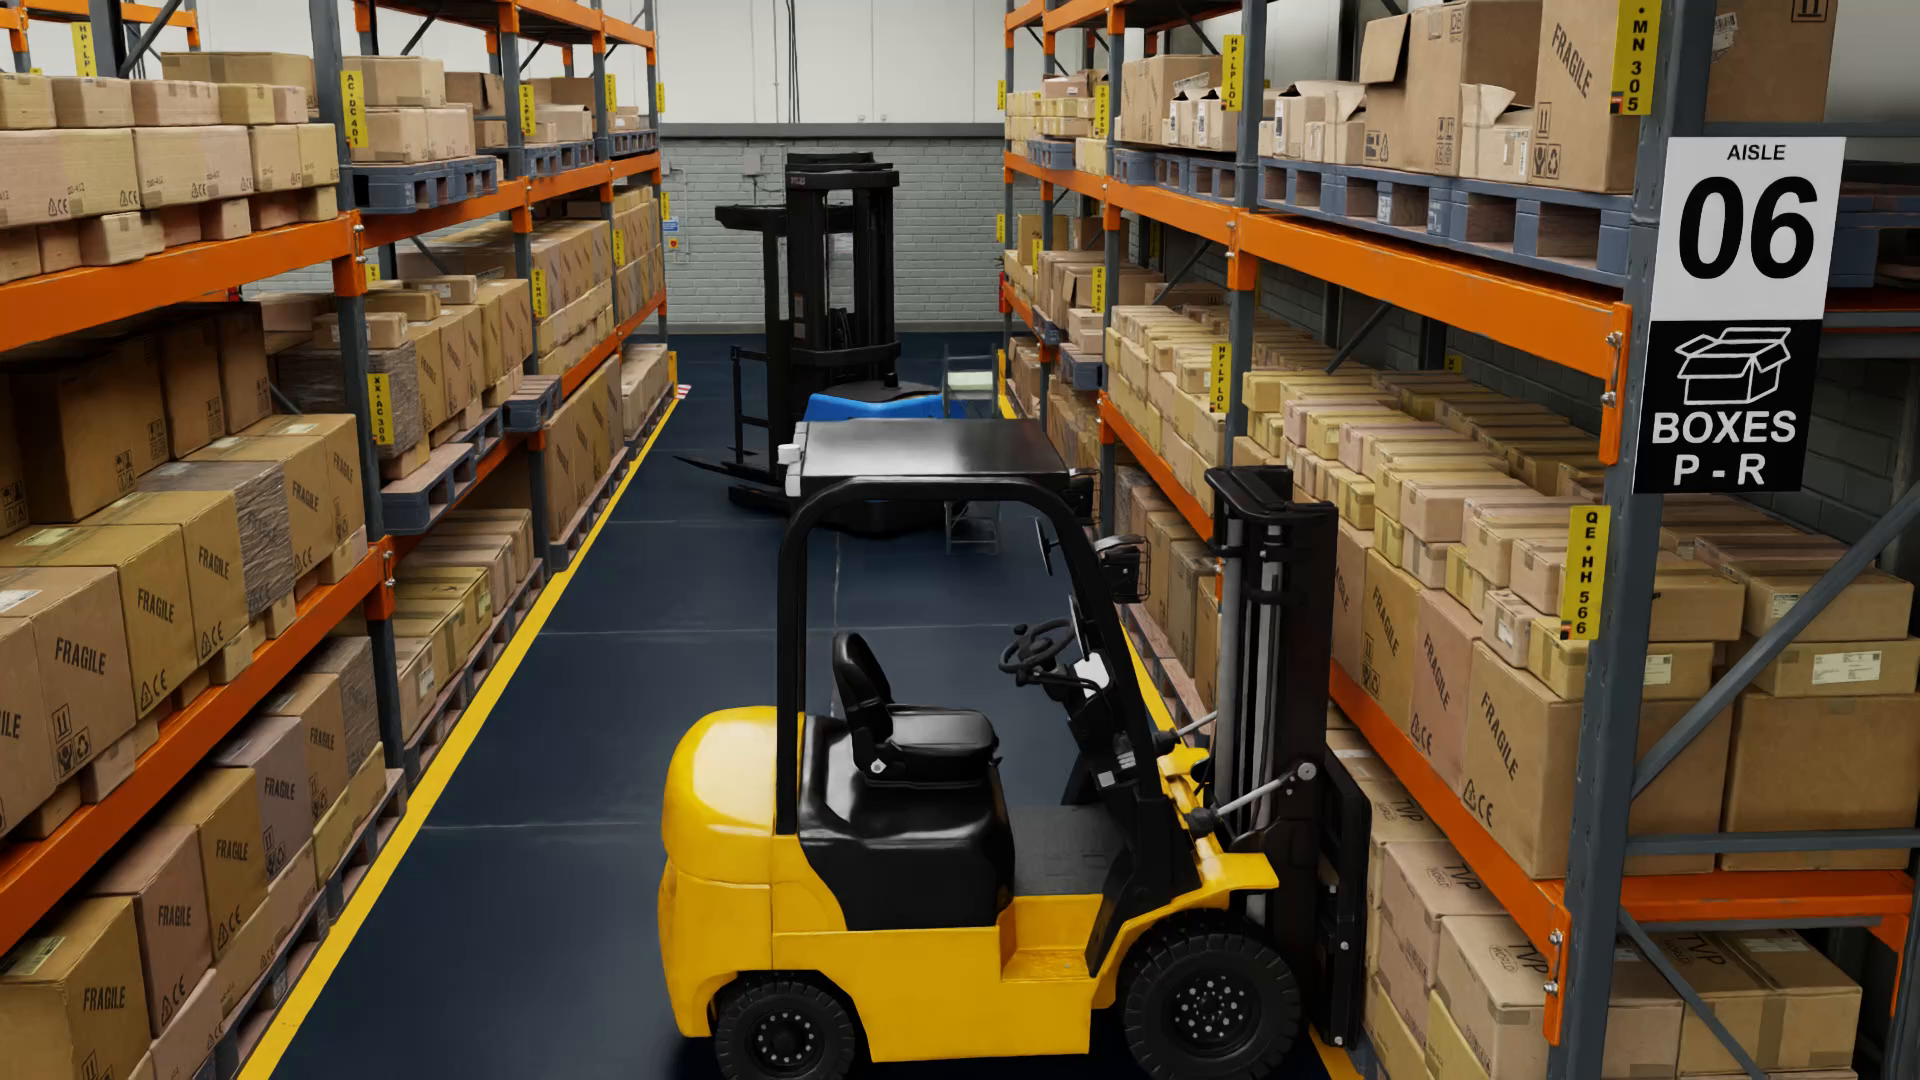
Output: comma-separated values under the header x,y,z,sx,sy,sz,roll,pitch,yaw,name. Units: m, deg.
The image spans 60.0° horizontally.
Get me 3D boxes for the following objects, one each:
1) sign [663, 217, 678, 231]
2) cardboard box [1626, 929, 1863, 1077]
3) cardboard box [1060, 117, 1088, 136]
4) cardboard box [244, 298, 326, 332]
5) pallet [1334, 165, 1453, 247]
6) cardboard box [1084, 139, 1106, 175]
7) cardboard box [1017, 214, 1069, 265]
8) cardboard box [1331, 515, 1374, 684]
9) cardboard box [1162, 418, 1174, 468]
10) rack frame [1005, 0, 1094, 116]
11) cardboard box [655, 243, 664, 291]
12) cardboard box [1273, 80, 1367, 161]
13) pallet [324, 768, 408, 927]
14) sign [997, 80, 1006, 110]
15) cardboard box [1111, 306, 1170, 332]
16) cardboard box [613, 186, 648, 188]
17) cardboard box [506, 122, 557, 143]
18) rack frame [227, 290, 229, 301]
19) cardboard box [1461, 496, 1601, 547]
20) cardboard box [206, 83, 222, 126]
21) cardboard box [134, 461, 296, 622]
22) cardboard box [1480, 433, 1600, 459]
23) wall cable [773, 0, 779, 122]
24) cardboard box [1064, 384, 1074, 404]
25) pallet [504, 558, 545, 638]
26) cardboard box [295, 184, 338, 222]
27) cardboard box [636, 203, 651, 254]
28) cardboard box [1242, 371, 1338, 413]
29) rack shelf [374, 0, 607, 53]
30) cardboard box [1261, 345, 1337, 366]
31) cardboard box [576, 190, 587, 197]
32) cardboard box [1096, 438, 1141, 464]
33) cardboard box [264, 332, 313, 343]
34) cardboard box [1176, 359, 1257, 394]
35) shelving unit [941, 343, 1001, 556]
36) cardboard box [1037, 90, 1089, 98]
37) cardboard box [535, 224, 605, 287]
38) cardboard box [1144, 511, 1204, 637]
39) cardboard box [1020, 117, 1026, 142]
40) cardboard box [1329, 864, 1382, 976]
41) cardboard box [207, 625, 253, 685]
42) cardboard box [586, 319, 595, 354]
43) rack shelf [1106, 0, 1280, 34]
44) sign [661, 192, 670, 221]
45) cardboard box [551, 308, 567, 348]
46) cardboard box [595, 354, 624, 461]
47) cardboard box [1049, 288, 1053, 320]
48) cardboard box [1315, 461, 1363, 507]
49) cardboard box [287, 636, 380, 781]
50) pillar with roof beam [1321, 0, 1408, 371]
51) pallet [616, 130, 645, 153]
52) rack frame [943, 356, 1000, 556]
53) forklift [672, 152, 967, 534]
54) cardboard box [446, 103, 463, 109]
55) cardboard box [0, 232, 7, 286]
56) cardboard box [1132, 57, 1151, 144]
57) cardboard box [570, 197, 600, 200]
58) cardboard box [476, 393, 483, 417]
x,y,z,sx,sy,sz,roll,pitch,yaw,name
-4.358,-4.700,24.730,0.327,0.218,0.001,-1,14,-3,sign
2.171,1.271,4.736,0.500,0.250,0.500,-1,14,-4,cardboard box
1.011,-3.356,13.490,0.380,0.149,0.250,-1,14,-2,cardboard box
-3.499,-1.161,8.575,0.380,0.149,0.250,-1,14,-5,cardboard box
1.915,-1.141,5.599,1.003,0.211,1.213,-1,14,-3,pallet
1.210,-2.869,12.440,0.500,0.250,0.500,-1,14,-3,cardboard box
0.873,-3.175,17.544,0.500,0.500,0.500,-1,14,-2,cardboard box
1.622,0.201,6.025,0.500,0.500,0.500,-1,14,-3,cardboard box
1.435,-0.543,9.419,0.500,0.250,0.500,-1,14,-3,cardboard box
1.021,-6.135,18.813,1.000,3.000,0.127,-1,14,-3,rack frame
-3.639,-3.085,18.796,0.500,0.500,0.500,-1,14,-3,cardboard box
1.573,-1.696,6.715,0.500,0.311,0.500,-1,14,-2,cardboard box
-3.113,1.349,7.360,1.003,0.211,1.213,-1,14,-3,pallet
0.479,-5.098,19.045,0.100,0.325,0.005,-1,14,-3,sign
1.242,-1.519,11.408,0.380,0.149,0.250,0,14,-2,cardboard box
-3.671,-3.850,18.462,0.380,0.149,0.250,-1,14,-2,cardboard box
-3.418,-3.233,13.177,0.380,0.166,0.250,0,14,1,cardboard box
-8.867,-3.051,18.864,1.000,3.000,0.127,-1,14,-3,rack frame
1.749,-0.032,5.031,0.380,0.149,0.250,-1,14,-3,cardboard box
-2.872,-1.551,5.919,0.380,0.149,0.250,-1,14,-5,cardboard box
-2.838,0.003,6.197,0.500,0.500,0.500,0,14,-2,cardboard box
2.117,-0.295,6.054,0.380,0.149,0.250,0,14,-2,cardboard box
-3.816,-7.479,24.035,2.355,3.000,0.029,-1,14,-3,wall cable
1.147,-1.317,14.999,0.380,0.149,0.250,-2,15,-6,cardboard box
-3.391,0.382,11.118,1.003,0.211,1.213,-1,14,-3,pallet
-2.865,-1.425,7.030,0.380,0.149,0.250,-1,14,-3,cardboard box
-3.577,-3.316,17.688,0.500,0.500,0.500,-1,14,-4,cardboard box
1.488,-0.668,7.505,0.380,0.149,0.250,-1,14,-2,cardboard box
-3.561,-4.024,12.851,1.077,0.370,4.000,-1,14,-3,rack shelf
1.930,-1.017,9.456,0.380,0.149,0.250,-1,14,-4,cardboard box
-4.122,-3.584,17.426,0.380,0.149,0.250,-1,14,-3,cardboard box
1.233,-0.666,12.468,0.380,0.149,0.250,-2,15,-6,cardboard box
-3.479,-0.799,8.470,0.500,0.500,0.500,-1,14,-3,cardboard box
1.376,-0.879,8.919,0.380,0.149,0.250,-1,14,-5,cardboard box
0.088,-0.705,12.733,0.431,1.500,0.755,-1,14,0,shelving unit
0.997,-4.123,15.713,0.500,0.250,0.500,-1,14,-3,cardboard box
-3.368,-2.454,14.339,0.500,0.500,0.500,-1,14,-2,cardboard box
1.632,0.191,10.185,0.875,0.625,0.625,-1,15,-6,cardboard box
0.902,-4.258,17.239,0.500,0.250,0.500,-1,14,-4,cardboard box
1.597,1.266,5.758,0.500,0.250,0.500,-1,14,-5,cardboard box
-2.761,0.409,5.921,0.380,0.149,0.250,-1,14,-3,cardboard box
-3.363,-1.725,14.011,0.500,0.250,0.500,-1,14,-5,cardboard box
1.640,-3.106,9.286,1.077,0.370,4.000,-1,14,-3,rack shelf
-3.391,-3.833,19.104,0.100,0.325,0.005,-1,14,-3,sign
-3.253,-1.591,12.487,0.500,0.250,0.500,-1,14,-2,cardboard box
-3.567,-1.179,15.010,0.875,0.875,0.875,0,14,-2,cardboard box
0.972,-2.022,14.292,0.396,0.266,0.258,0,14,-1,cardboard box
1.572,-0.206,6.305,0.380,0.149,0.250,-1,14,-5,cardboard box
-2.885,0.740,7.301,0.500,0.500,0.500,-1,14,-4,cardboard box
-1.800,-3.769,9.616,9.100,9.000,0.400,-1,14,-3,pillar with roof beam
-3.798,-4.074,16.998,1.003,0.211,1.213,-1,14,-3,pallet
0.088,-0.615,12.378,0.400,1.500,0.023,-1,14,0,rack frame
-1.328,-1.761,13.987,1.130,2.935,3.031,-14,20,-42,forklift
-3.315,-2.287,9.667,0.797,0.503,0.637,-1,14,-3,cardboard box
-2.726,-0.722,4.298,0.380,0.149,0.250,0,14,-2,cardboard box
1.449,-2.685,10.180,0.700,0.500,0.500,-1,14,-5,cardboard box
-3.536,-3.213,15.987,0.380,0.149,0.250,-1,14,-4,cardboard box
-3.007,-0.783,9.709,0.380,0.149,0.250,-1,14,-5,cardboard box
